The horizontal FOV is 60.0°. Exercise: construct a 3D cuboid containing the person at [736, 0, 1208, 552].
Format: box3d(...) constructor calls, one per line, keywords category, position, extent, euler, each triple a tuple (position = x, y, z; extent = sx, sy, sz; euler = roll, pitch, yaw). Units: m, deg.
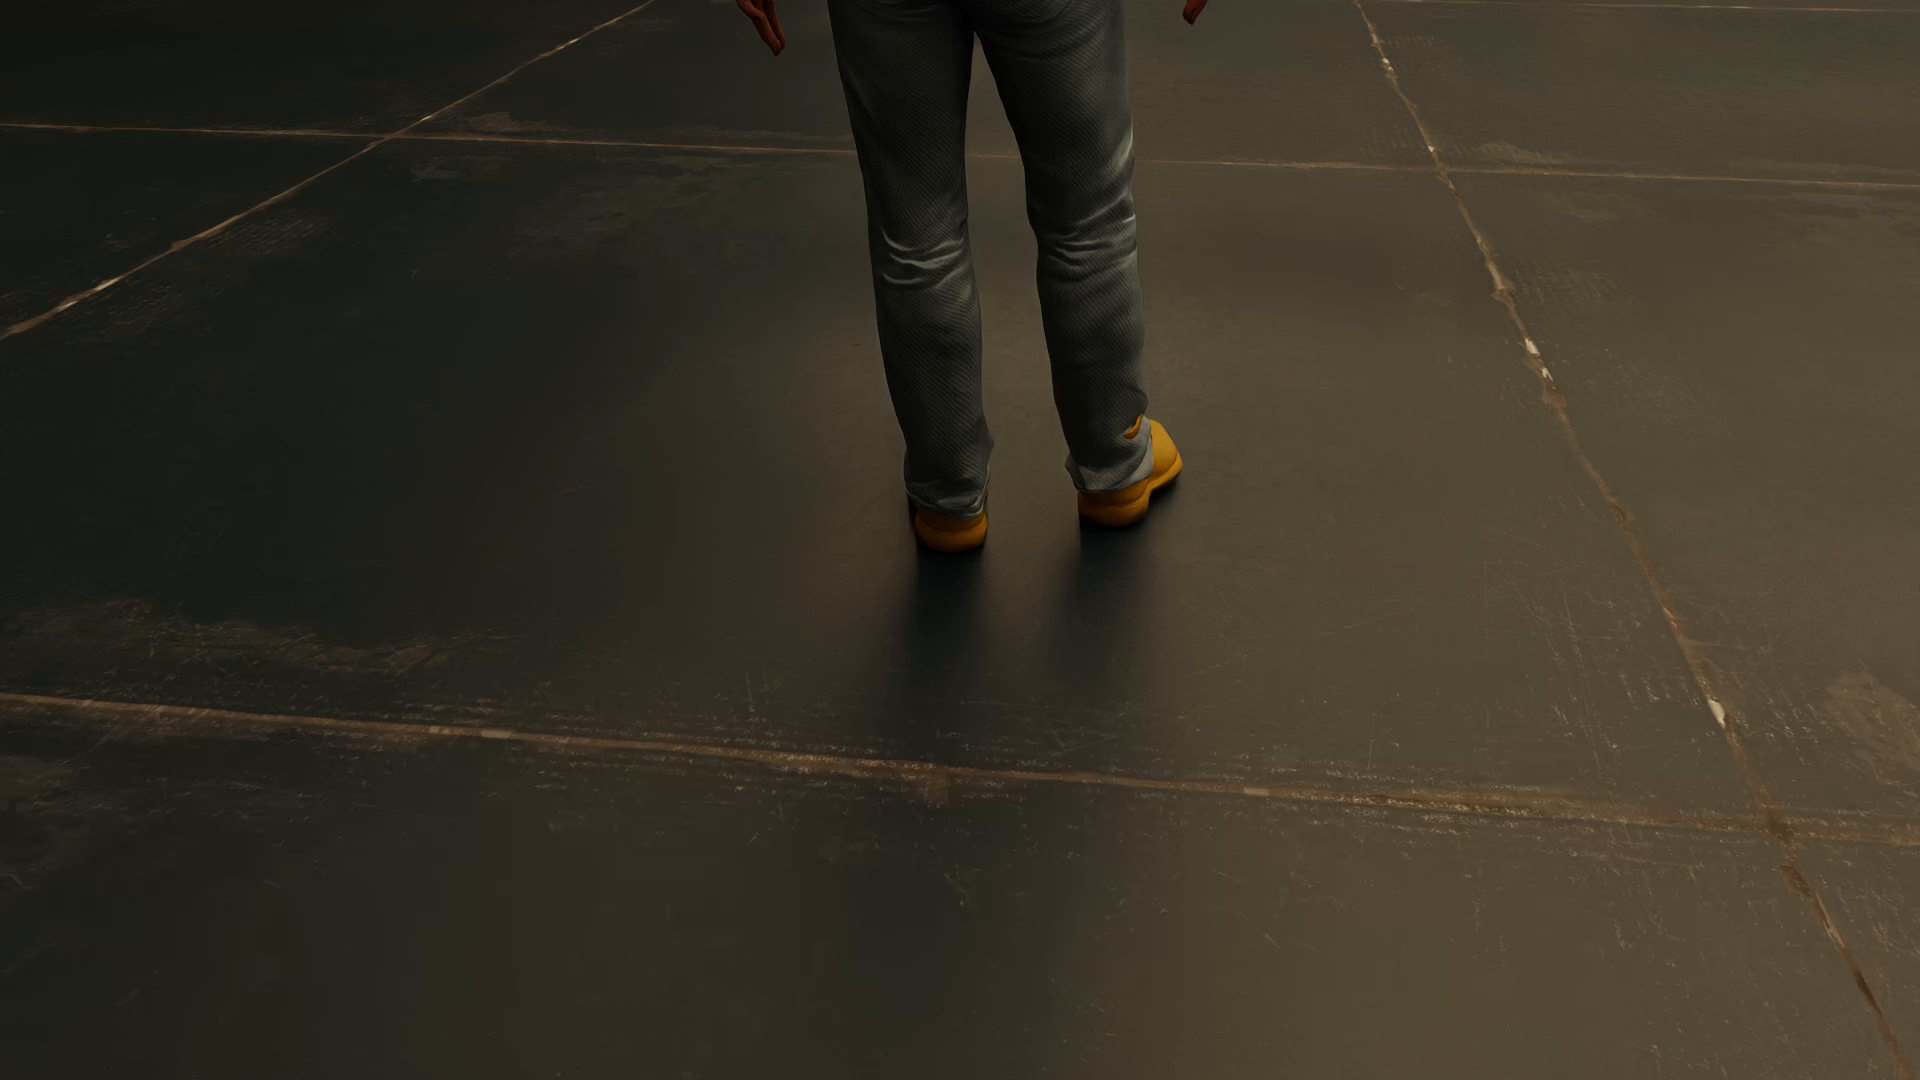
box3d(category="person", position=(0.016, -0.827, 2.164), extent=(0.665, 1.765, 0.576), euler=(3, 27, 7))
